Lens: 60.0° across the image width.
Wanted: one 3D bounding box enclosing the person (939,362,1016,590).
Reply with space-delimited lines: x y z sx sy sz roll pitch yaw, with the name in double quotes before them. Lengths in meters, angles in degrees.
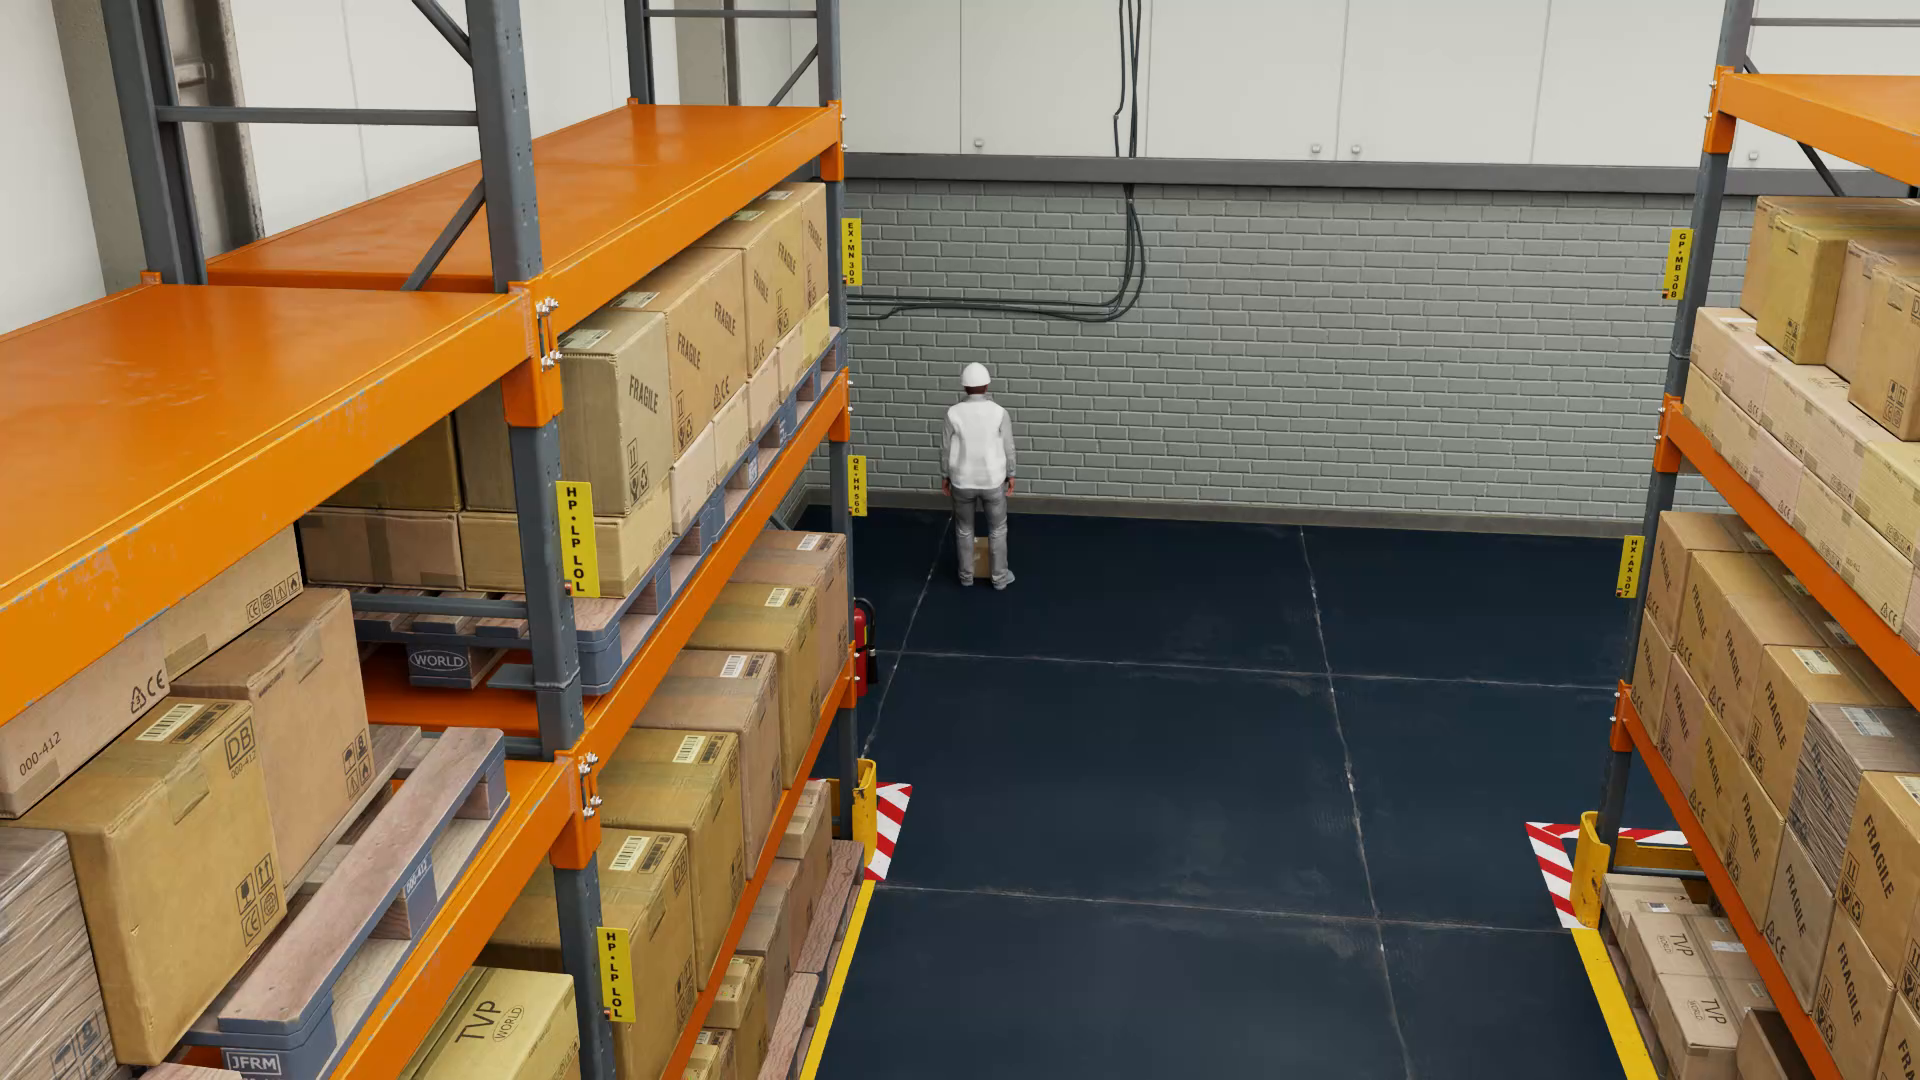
"person" 0.136 -0.480 12.723 0.582 1.769 0.476 1 21 4
